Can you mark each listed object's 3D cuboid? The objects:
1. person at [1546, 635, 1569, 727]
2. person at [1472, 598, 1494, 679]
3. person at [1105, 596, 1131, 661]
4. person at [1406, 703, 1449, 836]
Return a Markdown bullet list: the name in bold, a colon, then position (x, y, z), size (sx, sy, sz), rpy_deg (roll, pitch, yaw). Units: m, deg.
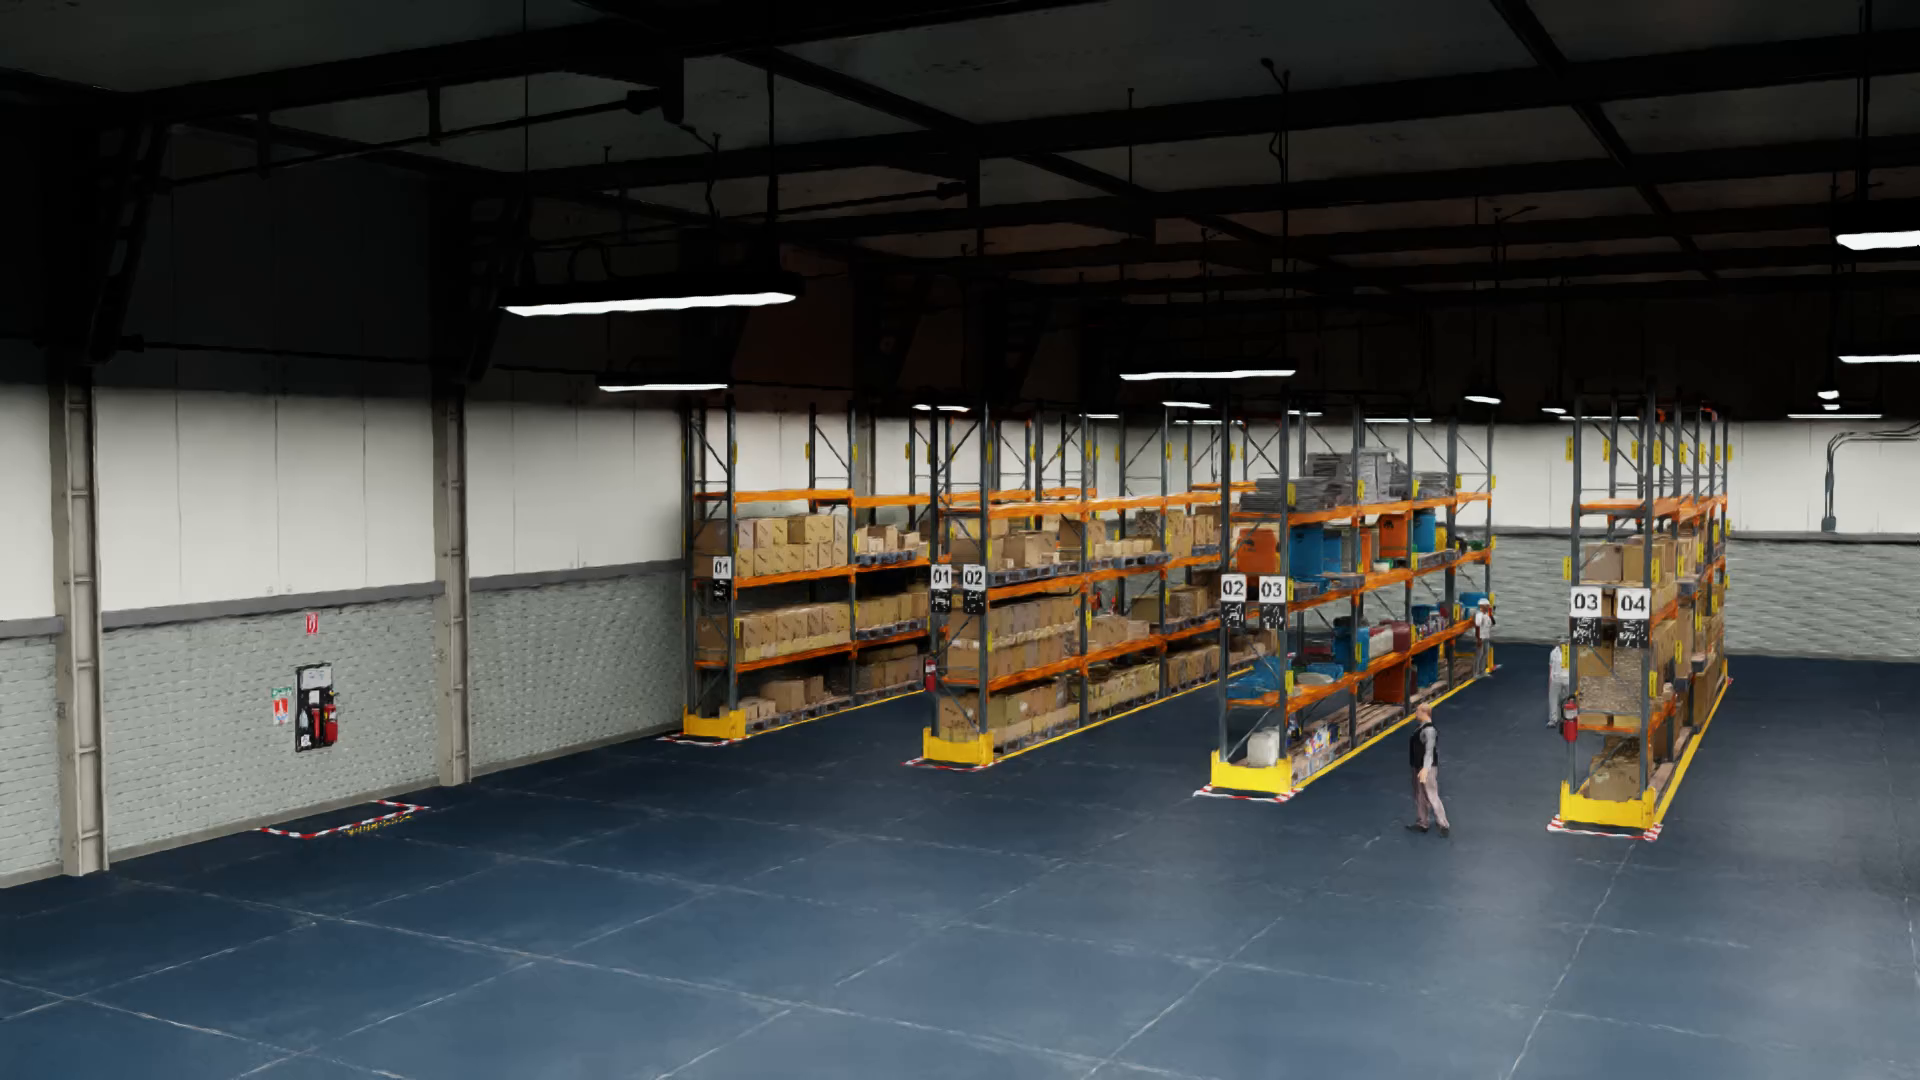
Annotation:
- **person**: position (11.022, 2.549, 30.353), size (0.540, 1.676, 1.130), rpy_deg (1, 3, 26)
- **person**: position (11.564, 2.165, 36.776), size (0.390, 1.769, 0.632), rpy_deg (2, 4, 37)
- **person**: position (3.592, 2.139, 38.030), size (0.677, 1.742, 0.552), rpy_deg (1, 3, 26)
- **person**: position (6.165, 3.006, 21.842), size (0.471, 1.709, 0.718), rpy_deg (0, 3, 0)
